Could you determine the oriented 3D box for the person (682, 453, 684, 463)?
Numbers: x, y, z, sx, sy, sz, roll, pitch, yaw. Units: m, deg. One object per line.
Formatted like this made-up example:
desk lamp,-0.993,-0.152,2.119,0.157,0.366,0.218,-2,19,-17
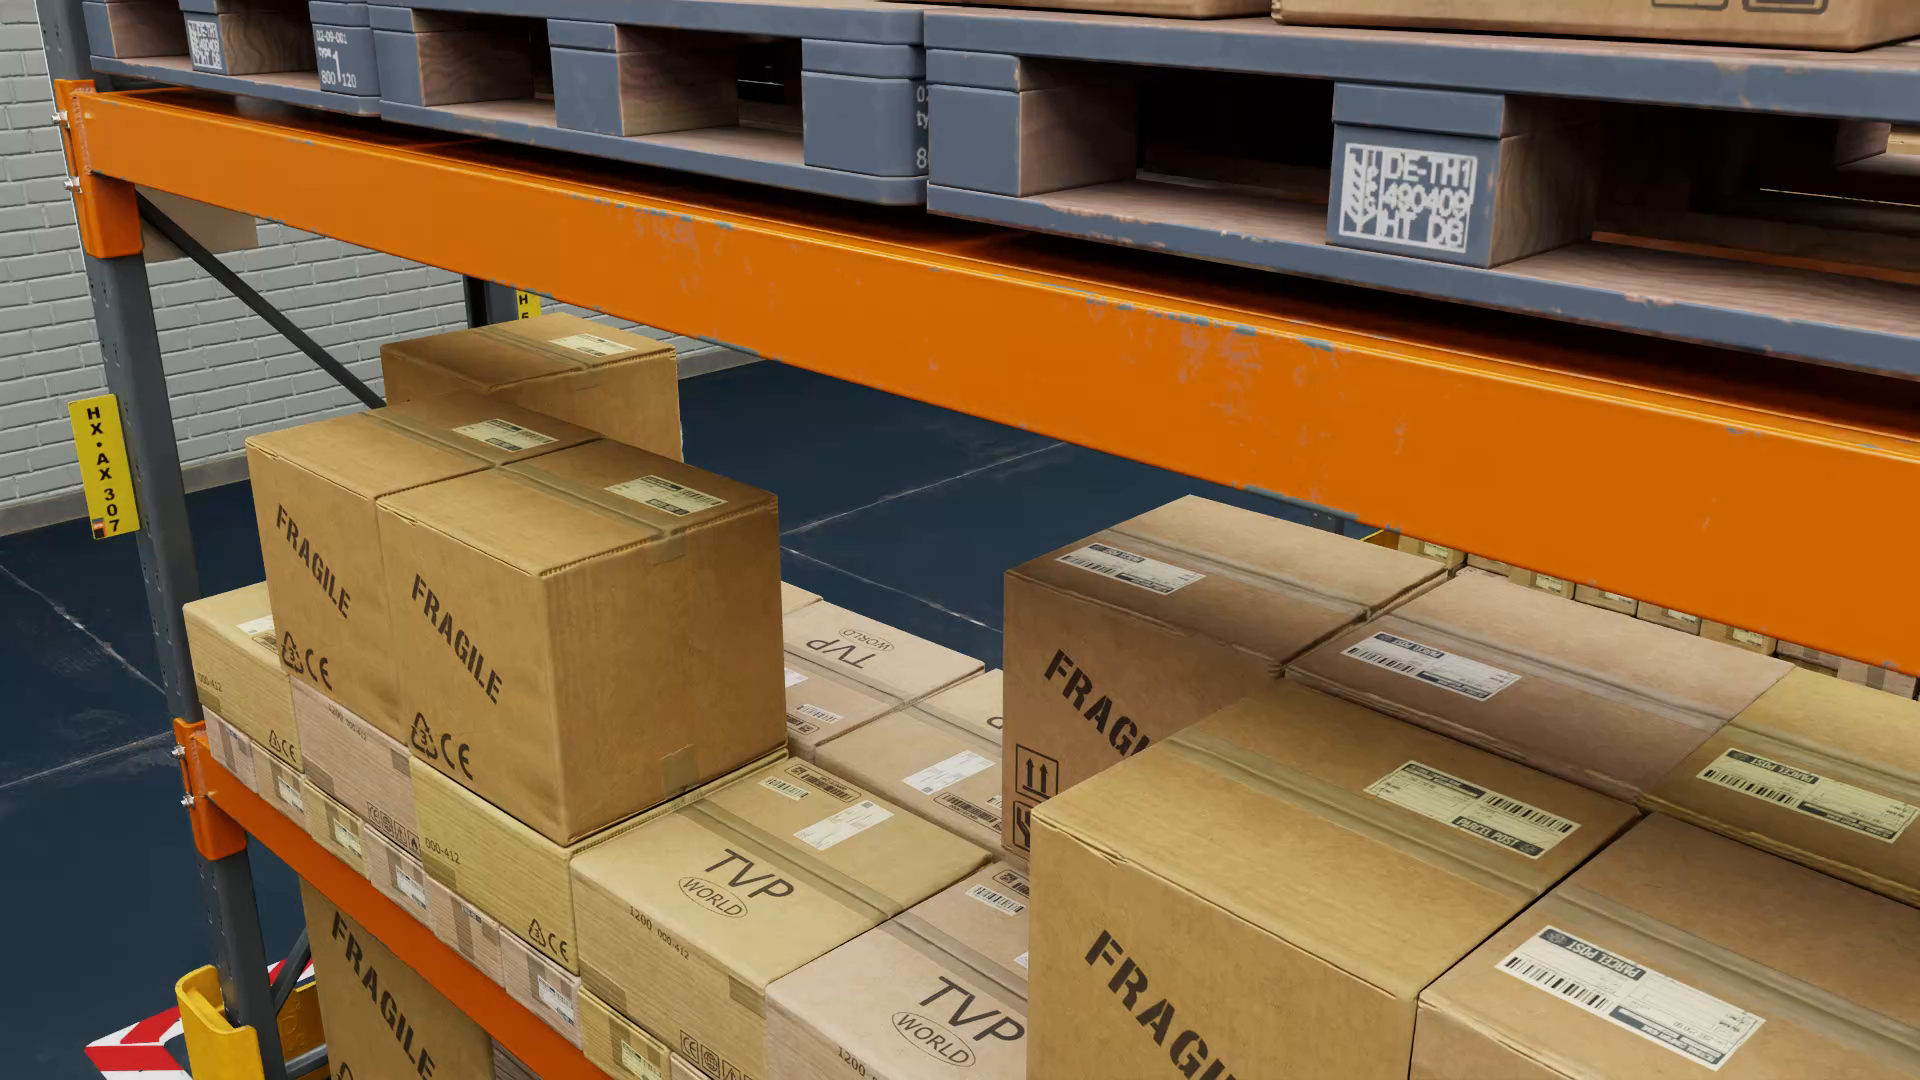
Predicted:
person,-1.257,0.054,6.439,0.507,1.658,0.390,18,27,39
